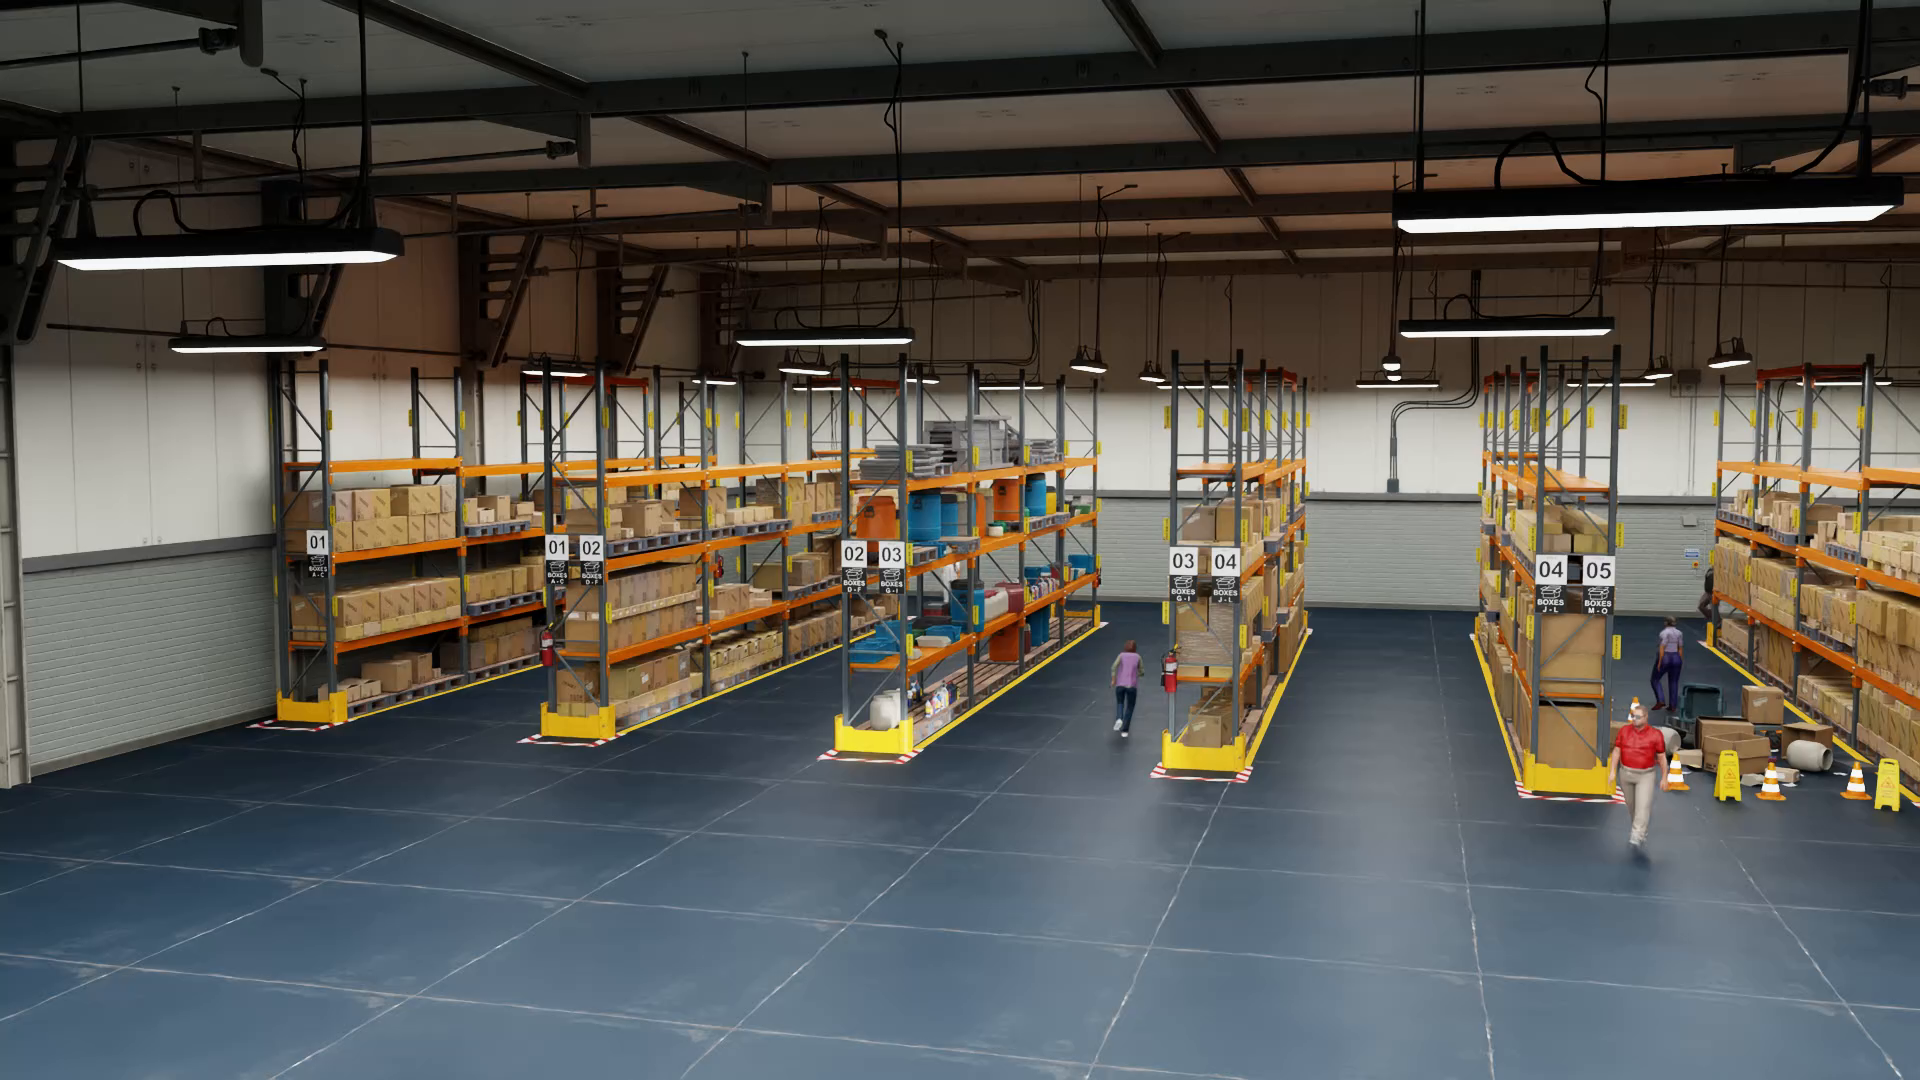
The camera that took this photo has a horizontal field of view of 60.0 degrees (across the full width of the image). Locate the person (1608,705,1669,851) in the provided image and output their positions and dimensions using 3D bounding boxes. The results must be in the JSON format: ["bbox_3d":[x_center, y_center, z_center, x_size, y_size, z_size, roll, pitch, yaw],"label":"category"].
[{"bbox_3d":[7.844,2.759,19.351,1.070,1.661,0.582,-4,6,-44],"label":"person"}]

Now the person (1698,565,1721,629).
[{"bbox_3d":[17.891,1.288,39.605,0.462,1.744,0.577,0,4,-6],"label":"person"}]

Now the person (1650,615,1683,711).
[{"bbox_3d":[12.209,2.132,28.661,0.513,1.673,0.424,0,4,-6],"label":"person"}]

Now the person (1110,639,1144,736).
[{"bbox_3d":[2.674,2.347,26.600,0.505,1.500,0.749,1,4,18],"label":"person"}]

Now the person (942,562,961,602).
[{"bbox_3d":[-0.228,1.057,43.540,0.487,1.596,1.069,0,4,0],"label":"person"}]
